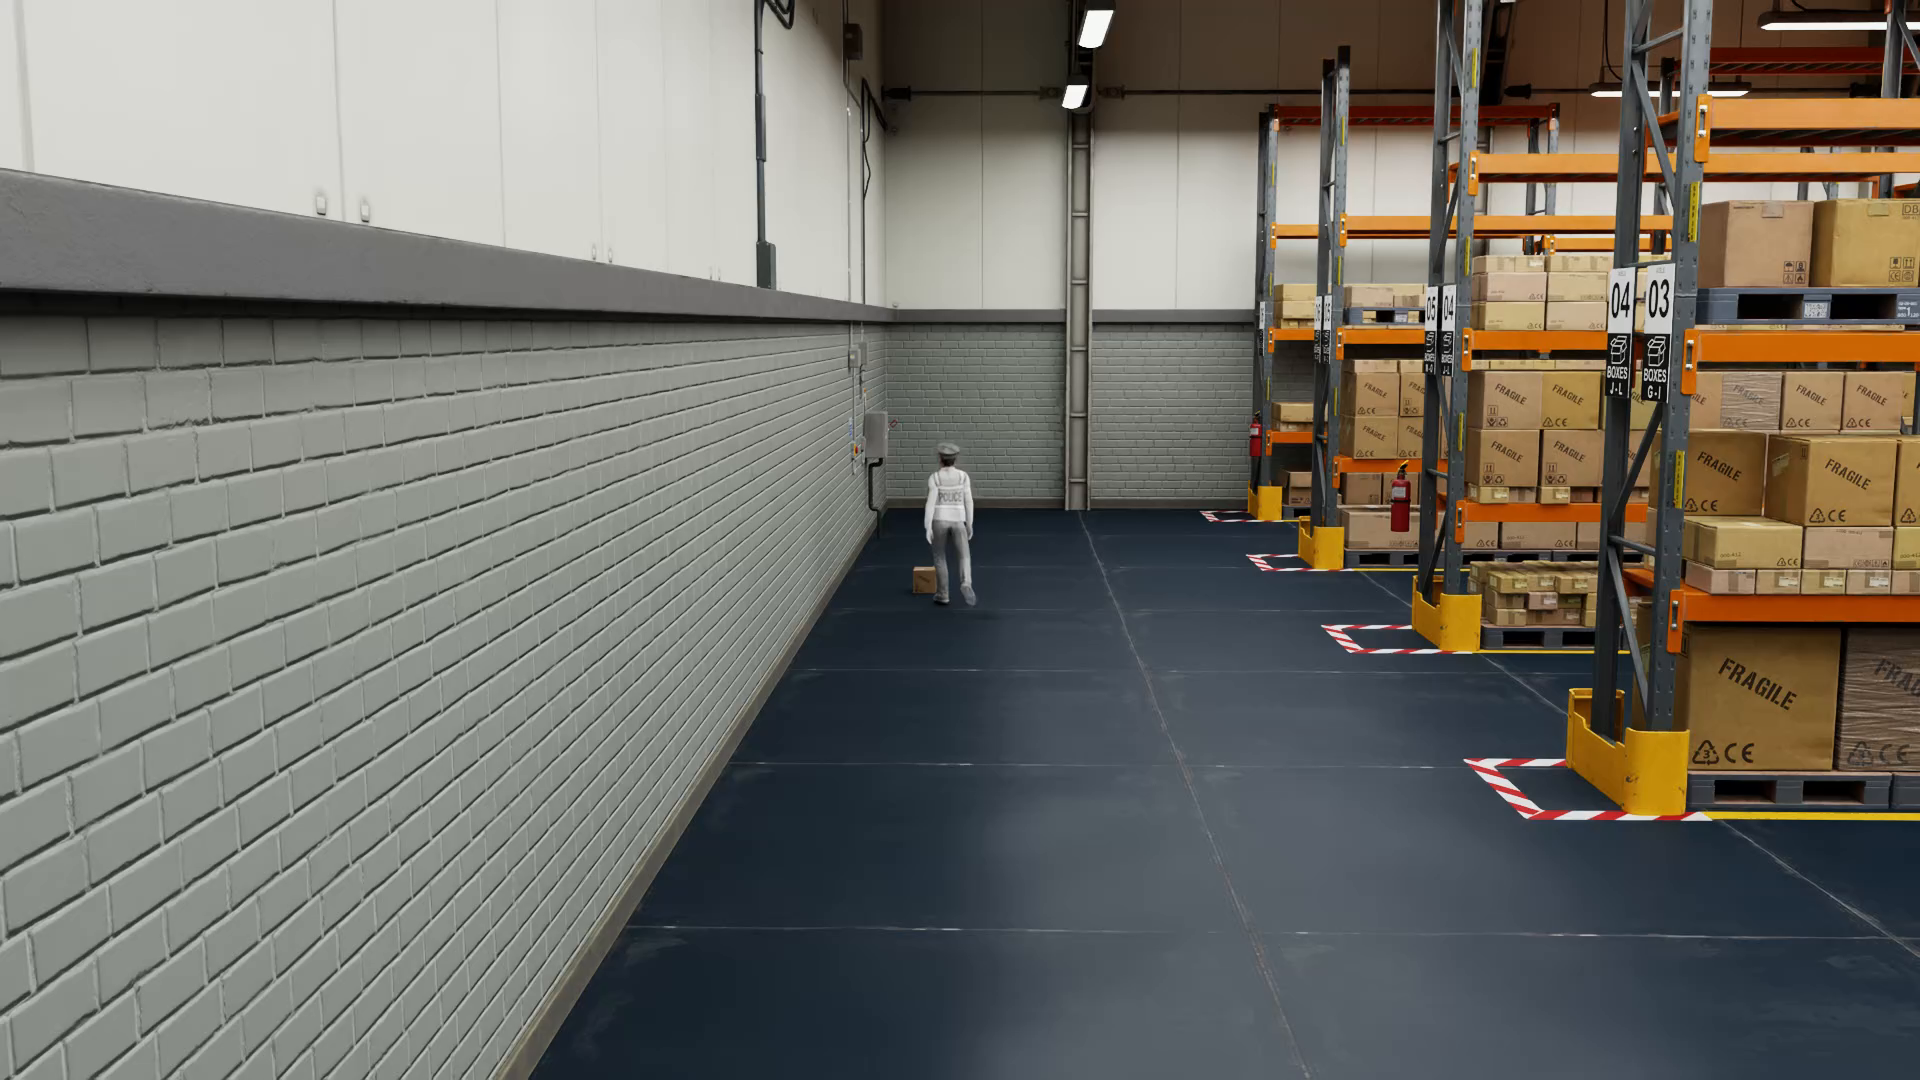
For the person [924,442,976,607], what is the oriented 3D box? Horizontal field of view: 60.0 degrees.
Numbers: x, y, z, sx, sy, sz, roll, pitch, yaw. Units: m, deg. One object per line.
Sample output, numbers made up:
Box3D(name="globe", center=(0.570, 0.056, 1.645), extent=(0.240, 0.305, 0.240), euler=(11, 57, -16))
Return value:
Box3D(name="person", center=(-0.107, -0.155, 16.861), extent=(0.524, 1.656, 0.823), euler=(-1, 7, -11))
